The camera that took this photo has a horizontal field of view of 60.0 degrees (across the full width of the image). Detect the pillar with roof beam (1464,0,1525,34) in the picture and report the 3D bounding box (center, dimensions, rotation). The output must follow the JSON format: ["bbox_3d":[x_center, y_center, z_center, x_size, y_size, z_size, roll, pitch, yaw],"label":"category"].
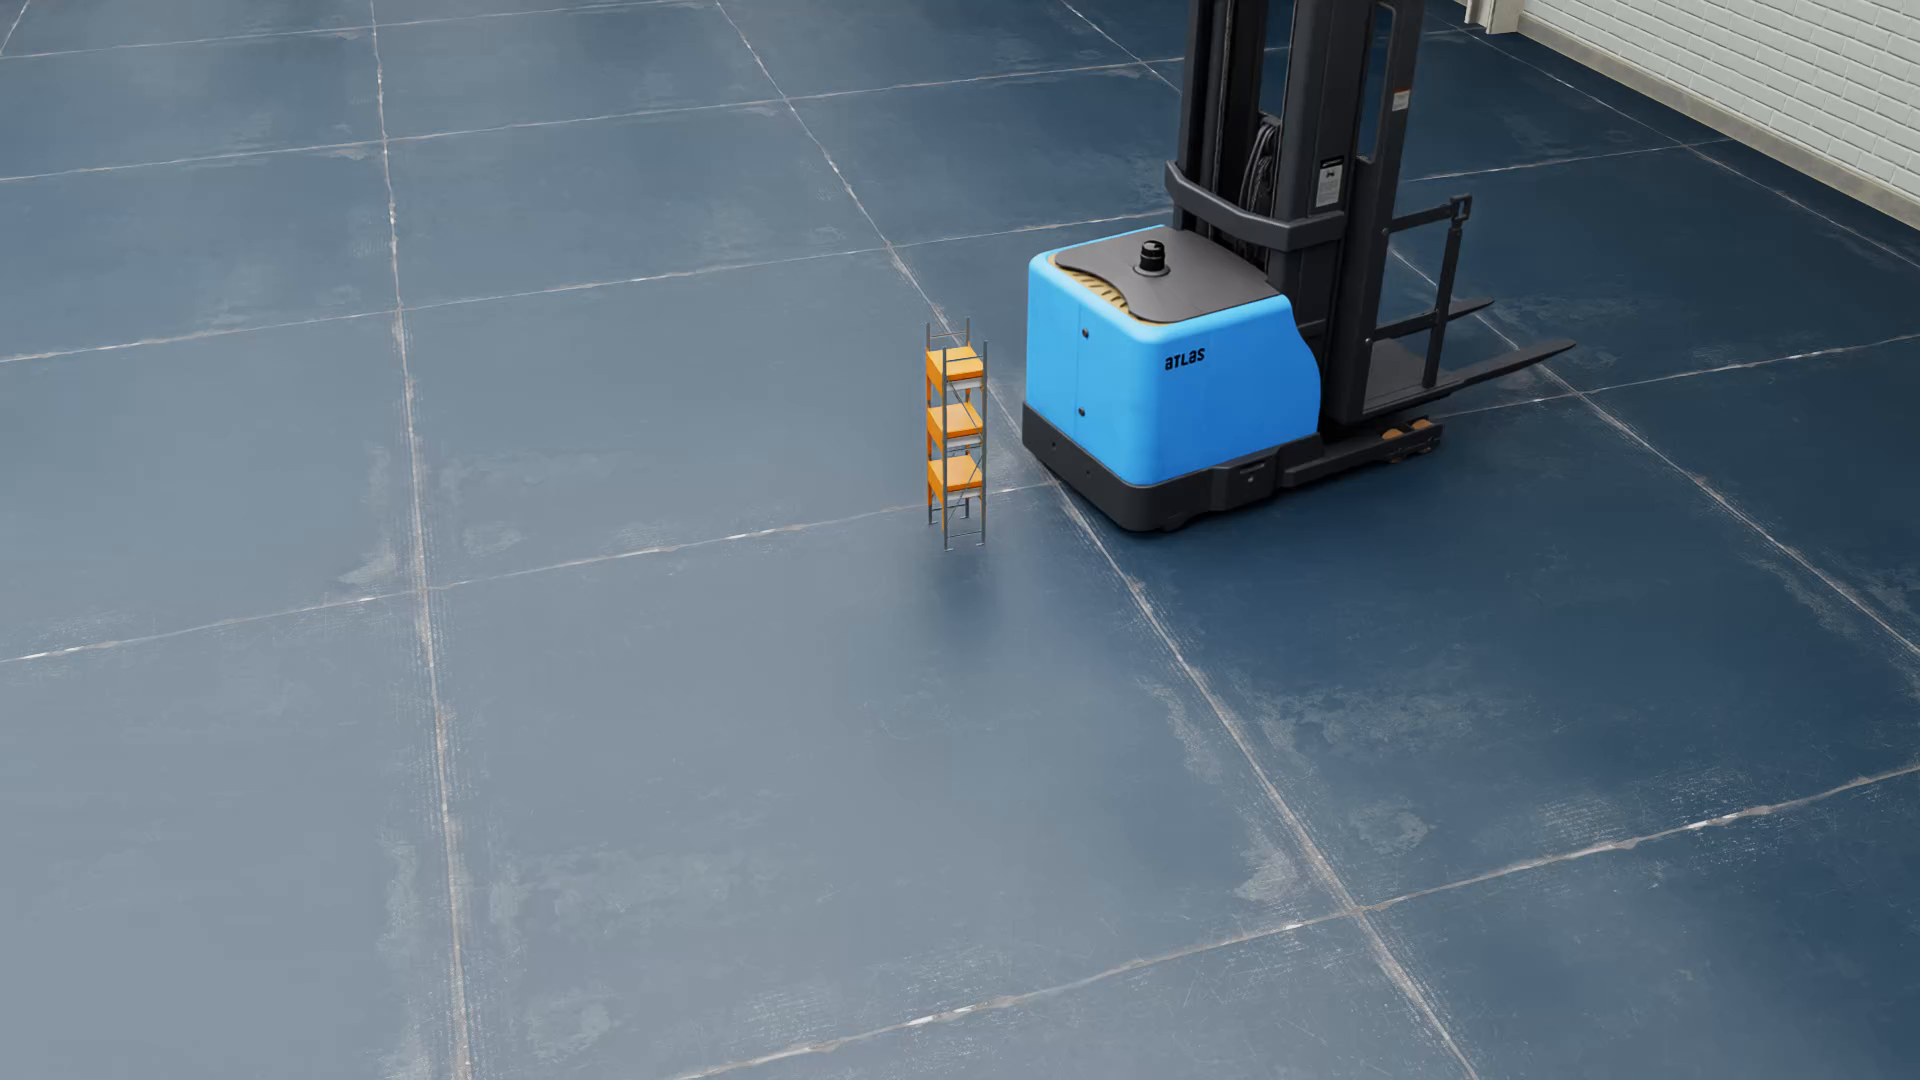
[{"bbox_3d":[0.555,-7.527,10.979,9.100,9.000,0.400,-10,35,-15],"label":"pillar with roof beam"}]

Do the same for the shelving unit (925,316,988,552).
[{"bbox_3d":[-0.016,-0.466,7.503,0.215,1.050,0.252,-10,35,-15],"label":"shelving unit"}]

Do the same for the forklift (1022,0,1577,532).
[{"bbox_3d":[1.847,-1.845,7.883,3.031,2.935,1.130,-18,37,-25],"label":"forklift"}]

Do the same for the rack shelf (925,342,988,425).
[{"bbox_3d":[-0.016,-0.694,7.352,0.215,0.259,0.240,-10,35,-15],"label":"rack shelf"}]

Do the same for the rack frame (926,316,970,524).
[{"bbox_3d":[-0.054,-0.530,7.600,0.200,1.050,0.008,-10,35,-15],"label":"rack frame"}]

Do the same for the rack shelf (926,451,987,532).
[{"bbox_3d":[-0.016,-0.225,7.662,0.215,0.259,0.240,-10,35,-15],"label":"rack shelf"}]

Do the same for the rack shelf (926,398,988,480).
[{"bbox_3d":[-0.016,-0.457,7.509,0.215,0.259,0.240,-10,35,-15],"label":"rack shelf"}]

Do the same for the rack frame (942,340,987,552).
[{"bbox_3d":[0.021,-0.402,7.406,0.200,1.050,0.008,-10,35,-15],"label":"rack frame"}]
